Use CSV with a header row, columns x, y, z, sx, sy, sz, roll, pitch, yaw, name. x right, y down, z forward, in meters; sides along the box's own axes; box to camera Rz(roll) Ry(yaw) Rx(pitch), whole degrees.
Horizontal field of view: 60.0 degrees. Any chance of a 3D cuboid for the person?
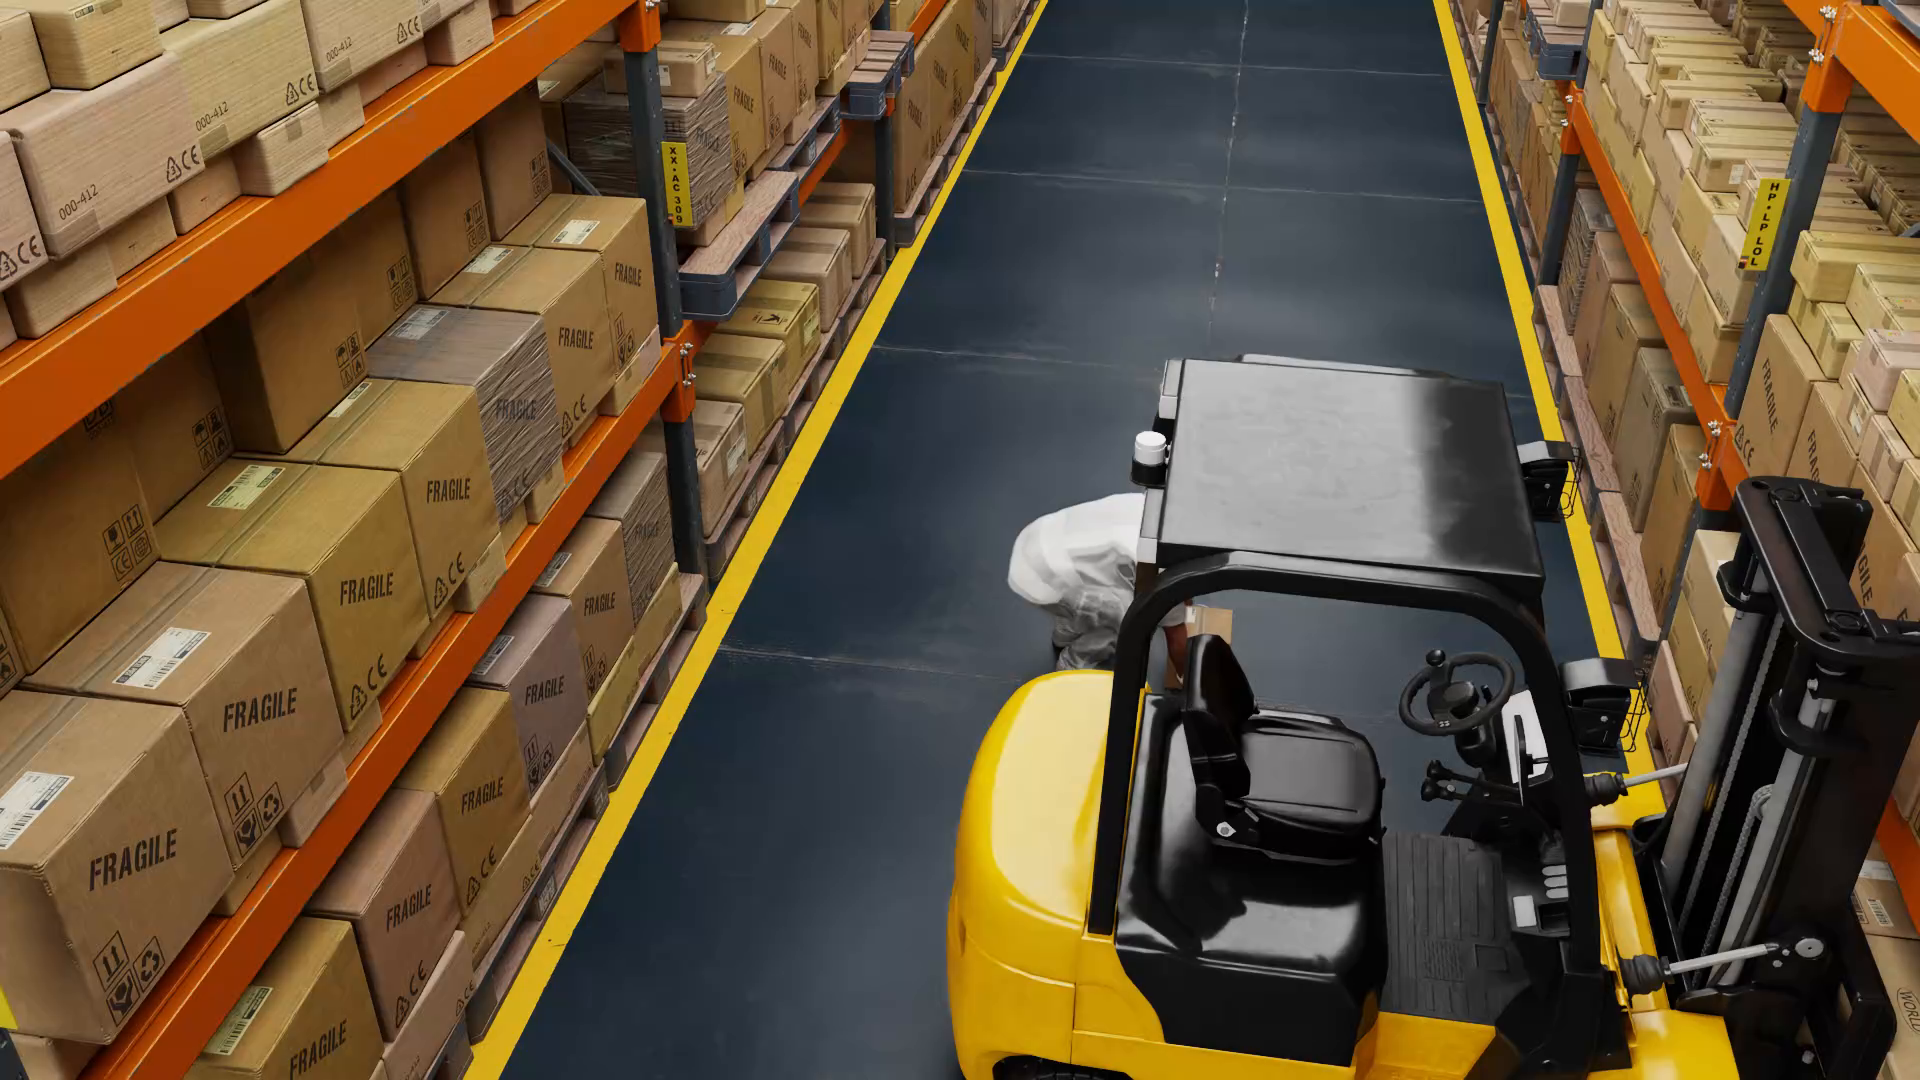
x,y,z,sx,sy,sz,roll,pitch,yaw,name
0.680,0.203,6.791,0.962,0.834,0.552,5,32,7,person
